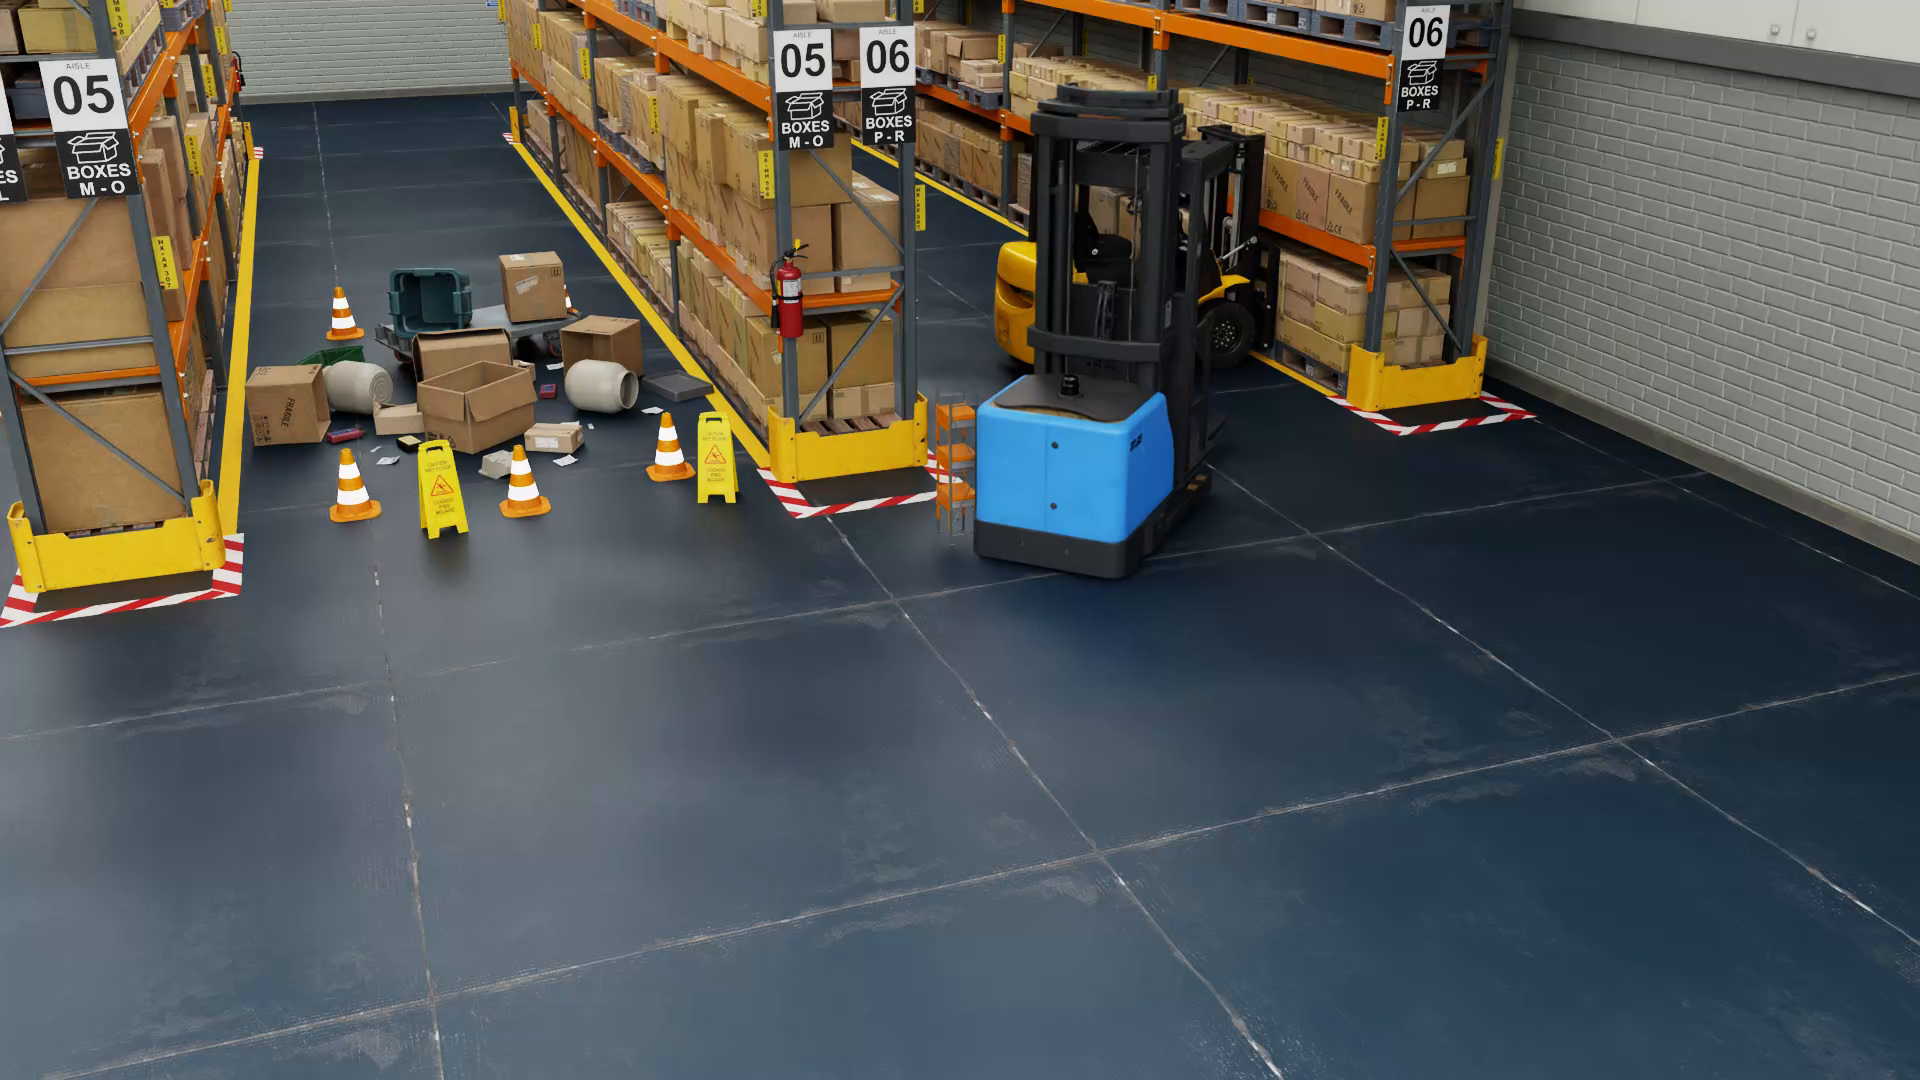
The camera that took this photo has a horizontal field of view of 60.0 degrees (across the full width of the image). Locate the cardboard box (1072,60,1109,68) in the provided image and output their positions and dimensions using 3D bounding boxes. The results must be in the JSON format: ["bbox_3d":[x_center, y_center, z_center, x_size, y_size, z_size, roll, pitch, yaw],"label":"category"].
[{"bbox_3d":[1.546,-5.569,19.637,0.380,0.149,0.250,-8,24,-19],"label":"cardboard box"}]

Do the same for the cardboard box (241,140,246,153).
[{"bbox_3d":[-10.486,-5.643,23.906,0.380,0.149,0.250,-8,24,-17],"label":"cardboard box"}]

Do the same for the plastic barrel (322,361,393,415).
[{"bbox_3d":[-4.978,-1.256,13.685,0.512,0.421,0.421,8,24,18],"label":"plastic barrel"}]

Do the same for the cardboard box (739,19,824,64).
[{"bbox_3d":[-1.238,-3.507,11.656,0.500,0.250,0.500,-9,24,-20],"label":"cardboard box"}]

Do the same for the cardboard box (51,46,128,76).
[{"bbox_3d":[-5.222,-2.866,9.980,0.380,0.149,0.250,-8,24,-19],"label":"cardboard box"}]

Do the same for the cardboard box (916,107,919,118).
[{"bbox_3d":[-0.525,-6.124,23.760,0.380,0.149,0.250,-7,24,-16],"label":"cardboard box"}]

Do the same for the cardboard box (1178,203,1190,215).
[{"bbox_3d":[2.301,-3.212,16.720,0.500,0.250,0.500,-9,24,-20],"label":"cardboard box"}]

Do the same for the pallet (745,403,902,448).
[{"bbox_3d":[-1.086,-0.950,13.233,1.003,0.211,1.213,-8,24,-19],"label":"pallet"}]

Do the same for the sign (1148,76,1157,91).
[{"bbox_3d":[1.920,-4.462,16.586,0.100,0.325,0.005,-8,24,-19],"label":"sign"}]

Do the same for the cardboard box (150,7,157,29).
[{"bbox_3d":[-6.204,-3.877,12.379,0.380,0.149,0.250,-8,24,-18],"label":"cardboard box"}]

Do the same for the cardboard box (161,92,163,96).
[{"bbox_3d":[-7.356,-3.702,14.754,0.700,0.500,0.500,-8,24,-19],"label":"cardboard box"}]

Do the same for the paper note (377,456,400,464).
[{"bbox_3d":[-4.352,-0.610,12.661,0.144,0.017,0.142,0,23,-1],"label":"paper note"}]

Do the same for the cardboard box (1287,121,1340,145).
[{"bbox_3d":[3.065,-3.530,14.416,0.380,0.149,0.250,-8,24,-18],"label":"cardboard box"}]

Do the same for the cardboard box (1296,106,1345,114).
[{"bbox_3d":[3.302,-3.885,15.258,0.380,0.149,0.250,-8,24,-17],"label":"cardboard box"}]

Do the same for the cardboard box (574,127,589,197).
[{"bbox_3d":[-4.424,-4.941,21.305,0.875,0.875,0.875,-8,24,-17],"label":"cardboard box"}]

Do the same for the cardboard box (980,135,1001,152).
[{"bbox_3d":[0.474,-5.077,21.276,0.380,0.149,0.250,-10,25,-22],"label":"cardboard box"}]

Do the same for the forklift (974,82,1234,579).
[{"bbox_3d":[1.163,-1.646,11.381,1.130,2.935,3.031,10,25,23],"label":"forklift"}]

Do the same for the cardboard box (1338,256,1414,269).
[{"bbox_3d":[3.664,-2.359,14.696,0.500,0.250,0.500,-8,24,-19],"label":"cardboard box"}]

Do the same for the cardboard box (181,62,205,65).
[{"bbox_3d":[-9.037,-5.498,19.448,0.380,0.149,0.250,-8,24,-19],"label":"cardboard box"}]

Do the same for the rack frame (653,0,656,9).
[{"bbox_3d":[-2.219,-6.125,14.197,1.000,3.000,0.127,-8,24,-19],"label":"rack frame"}]

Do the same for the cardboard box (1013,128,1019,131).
[{"bbox_3d":[0.877,-5.361,21.949,0.380,0.149,0.250,-10,25,-21],"label":"cardboard box"}]

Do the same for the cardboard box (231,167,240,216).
[{"bbox_3d":[-8.962,-4.173,19.965,0.500,0.500,0.500,-9,24,-20],"label":"cardboard box"}]

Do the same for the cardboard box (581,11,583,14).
[{"bbox_3d":[-4.652,-6.647,21.741,0.500,0.500,0.500,-8,24,-17],"label":"cardboard box"}]

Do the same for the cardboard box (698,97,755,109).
[{"bbox_3d":[-1.685,-3.263,13.332,0.700,0.500,0.500,-9,24,-19],"label":"cardboard box"}]

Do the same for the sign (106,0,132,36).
[{"bbox_3d":[-4.879,-3.087,9.623,0.100,0.325,0.005,-8,24,-19],"label":"sign"}]

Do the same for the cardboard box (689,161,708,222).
[{"bbox_3d":[-1.960,-2.982,13.952,0.500,0.500,0.500,-9,24,-19],"label":"cardboard box"}]

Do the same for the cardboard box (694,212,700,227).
[{"bbox_3d":[-2.092,-2.815,14.390,0.380,0.149,0.250,-8,24,-17],"label":"cardboard box"}]

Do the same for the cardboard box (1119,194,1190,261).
[{"bbox_3d":[2.229,-3.331,17.807,0.875,0.625,0.625,-7,24,-17],"label":"cardboard box"}]

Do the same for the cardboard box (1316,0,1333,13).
[{"bbox_3d":[3.170,-4.501,13.709,0.396,0.266,0.258,-8,24,-19],"label":"cardboard box"}]

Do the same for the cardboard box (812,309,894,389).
[{"bbox_3d":[-0.841,-1.519,13.026,0.500,0.500,0.500,-9,25,-21],"label":"cardboard box"}]

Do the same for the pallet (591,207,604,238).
[{"bbox_3d":[-3.840,-3.826,20.056,1.003,0.211,1.213,-8,24,-19],"label":"pallet"}]

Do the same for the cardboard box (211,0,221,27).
[{"bbox_3d":[-9.918,-6.767,21.643,0.500,0.500,0.500,-8,24,-18],"label":"cardboard box"}]

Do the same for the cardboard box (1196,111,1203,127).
[{"bbox_3d":[2.501,-4.052,16.037,0.380,0.149,0.250,-8,24,-19],"label":"cardboard box"}]

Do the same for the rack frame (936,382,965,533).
[{"bbox_3d":[-0.062,-0.548,11.197,0.200,1.050,0.008,-8,24,-19],"label":"rack frame"}]

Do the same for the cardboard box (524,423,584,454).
[{"bbox_3d":[-3.158,-0.793,12.939,0.380,0.149,0.250,4,23,9],"label":"cardboard box"}]

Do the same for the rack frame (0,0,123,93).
[{"bbox_3d":[-5.401,-3.956,9.050,1.000,3.000,0.127,-8,24,-19],"label":"rack frame"}]

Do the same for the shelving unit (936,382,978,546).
[{"bbox_3d":[-0.019,-0.503,11.092,0.215,1.050,0.252,-8,24,-19],"label":"shelving unit"}]

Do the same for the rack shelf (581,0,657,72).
[{"bbox_3d":[-2.925,-5.138,16.643,1.077,0.370,4.000,-8,24,-19],"label":"rack shelf"}]

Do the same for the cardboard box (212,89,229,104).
[{"bbox_3d":[-9.434,-5.584,20.960,0.380,0.149,0.250,-7,24,-17],"label":"cardboard box"}]

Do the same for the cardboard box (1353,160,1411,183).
[{"bbox_3d":[3.452,-3.022,13.595,0.380,0.149,0.250,-8,24,-18],"label":"cardboard box"}]

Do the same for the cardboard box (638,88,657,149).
[{"bbox_3d":[-2.773,-4.054,15.954,0.500,0.500,0.500,-8,24,-19],"label":"cardboard box"}]

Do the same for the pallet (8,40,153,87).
[{"bbox_3d":[-6.107,-3.245,11.339,1.003,0.211,1.213,-8,24,-19],"label":"pallet"}]

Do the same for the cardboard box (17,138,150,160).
[{"bbox_3d":[-6.156,-2.482,11.694,0.875,0.550,0.500,-8,24,-19],"label":"cardboard box"}]

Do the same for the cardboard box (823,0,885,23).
[{"bbox_3d":[-0.740,-3.698,11.598,0.380,0.149,0.250,-9,24,-19],"label":"cardboard box"}]

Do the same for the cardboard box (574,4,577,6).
[{"bbox_3d":[-5.019,-7.315,22.491,0.380,0.149,0.250,-8,24,-18],"label":"cardboard box"}]

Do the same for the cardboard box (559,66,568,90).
[{"bbox_3d":[-4.609,-5.674,20.400,0.500,0.250,0.500,-9,25,-21],"label":"cardboard box"}]

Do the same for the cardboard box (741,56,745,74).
[{"bbox_3d":[-1.374,-3.452,12.040,0.380,0.149,0.250,-8,24,-17],"label":"cardboard box"}]

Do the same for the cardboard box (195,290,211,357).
[{"bbox_3d":[-7.117,-2.015,14.525,1.050,0.750,0.750,-8,24,-19],"label":"cardboard box"}]

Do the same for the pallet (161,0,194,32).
[{"bbox_3d":[-7.552,-4.761,15.065,1.003,0.211,1.213,-7,24,-17],"label":"pallet"}]

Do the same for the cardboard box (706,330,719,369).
[{"bbox_3d":[-1.874,-1.651,14.305,0.500,0.250,0.500,-9,24,-20],"label":"cardboard box"}]

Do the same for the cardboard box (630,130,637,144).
[{"bbox_3d":[-3.165,-4.155,17.028,0.380,0.149,0.250,-8,24,-17],"label":"cardboard box"}]

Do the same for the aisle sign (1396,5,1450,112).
[{"bbox_3d":[3.585,-3.724,12.875,0.394,0.787,0.004,-8,24,-19],"label":"aisle sign"}]

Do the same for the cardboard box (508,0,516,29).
[{"bbox_3d":[-6.366,-7.828,24.544,0.500,0.500,0.500,-9,24,-20],"label":"cardboard box"}]

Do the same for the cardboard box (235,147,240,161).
[{"bbox_3d":[-9.959,-5.210,22.495,0.380,0.149,0.250,-9,24,-19],"label":"cardboard box"}]

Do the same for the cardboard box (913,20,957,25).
[{"bbox_3d":[-0.441,-6.983,23.287,0.700,0.500,0.500,-8,24,-18],"label":"cardboard box"}]

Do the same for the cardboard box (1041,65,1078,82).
[{"bbox_3d":[1.162,-5.406,19.249,0.380,0.149,0.250,-8,24,-18],"label":"cardboard box"}]

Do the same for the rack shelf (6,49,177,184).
[{"bbox_3d":[-6.107,-2.969,11.496,1.077,0.370,4.000,-8,24,-19],"label":"rack shelf"}]

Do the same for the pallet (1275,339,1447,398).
[{"bbox_3d":[3.527,-1.577,14.720,1.003,0.211,1.213,-8,24,-19],"label":"pallet"}]
